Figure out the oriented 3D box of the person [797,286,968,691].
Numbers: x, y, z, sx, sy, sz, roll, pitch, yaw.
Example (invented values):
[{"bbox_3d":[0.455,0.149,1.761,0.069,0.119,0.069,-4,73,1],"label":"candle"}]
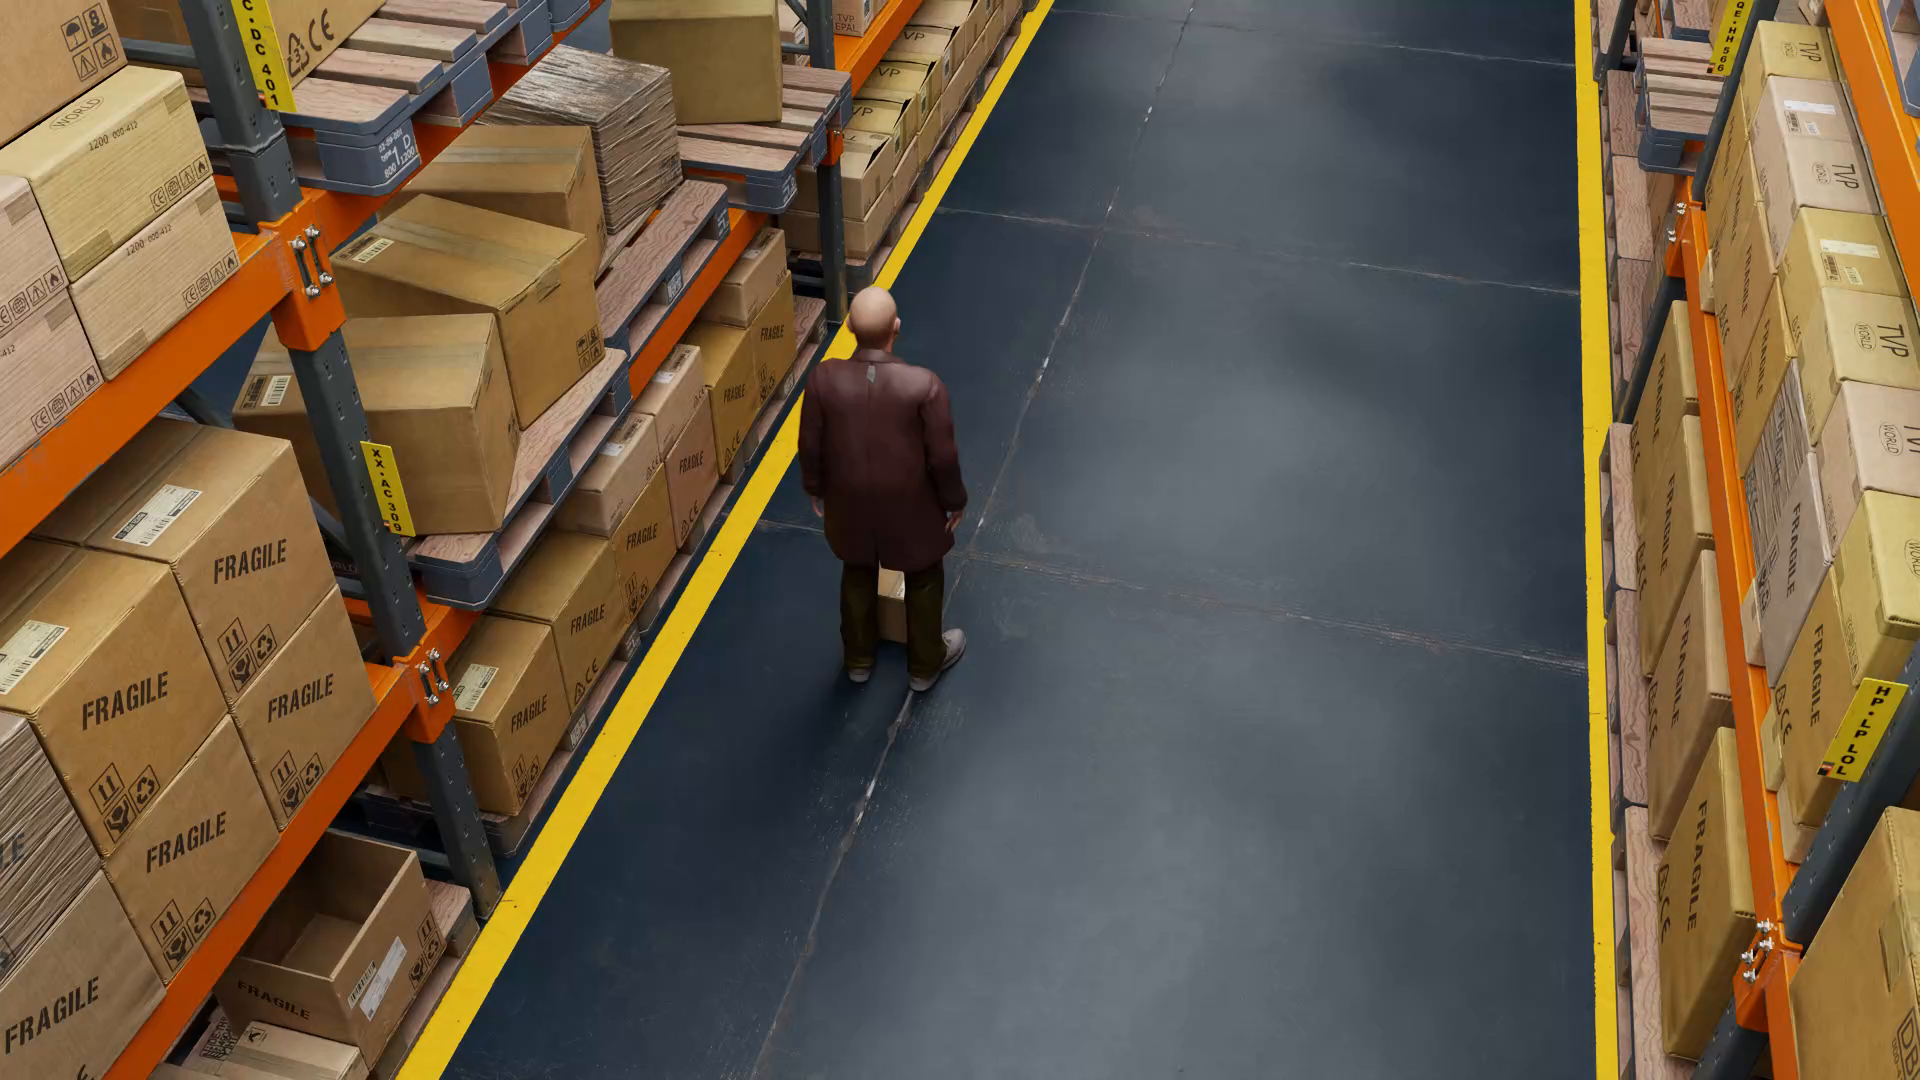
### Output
[{"bbox_3d":[-0.289,-0.169,6.368,0.647,1.773,0.418,8,41,9],"label":"person"}]
